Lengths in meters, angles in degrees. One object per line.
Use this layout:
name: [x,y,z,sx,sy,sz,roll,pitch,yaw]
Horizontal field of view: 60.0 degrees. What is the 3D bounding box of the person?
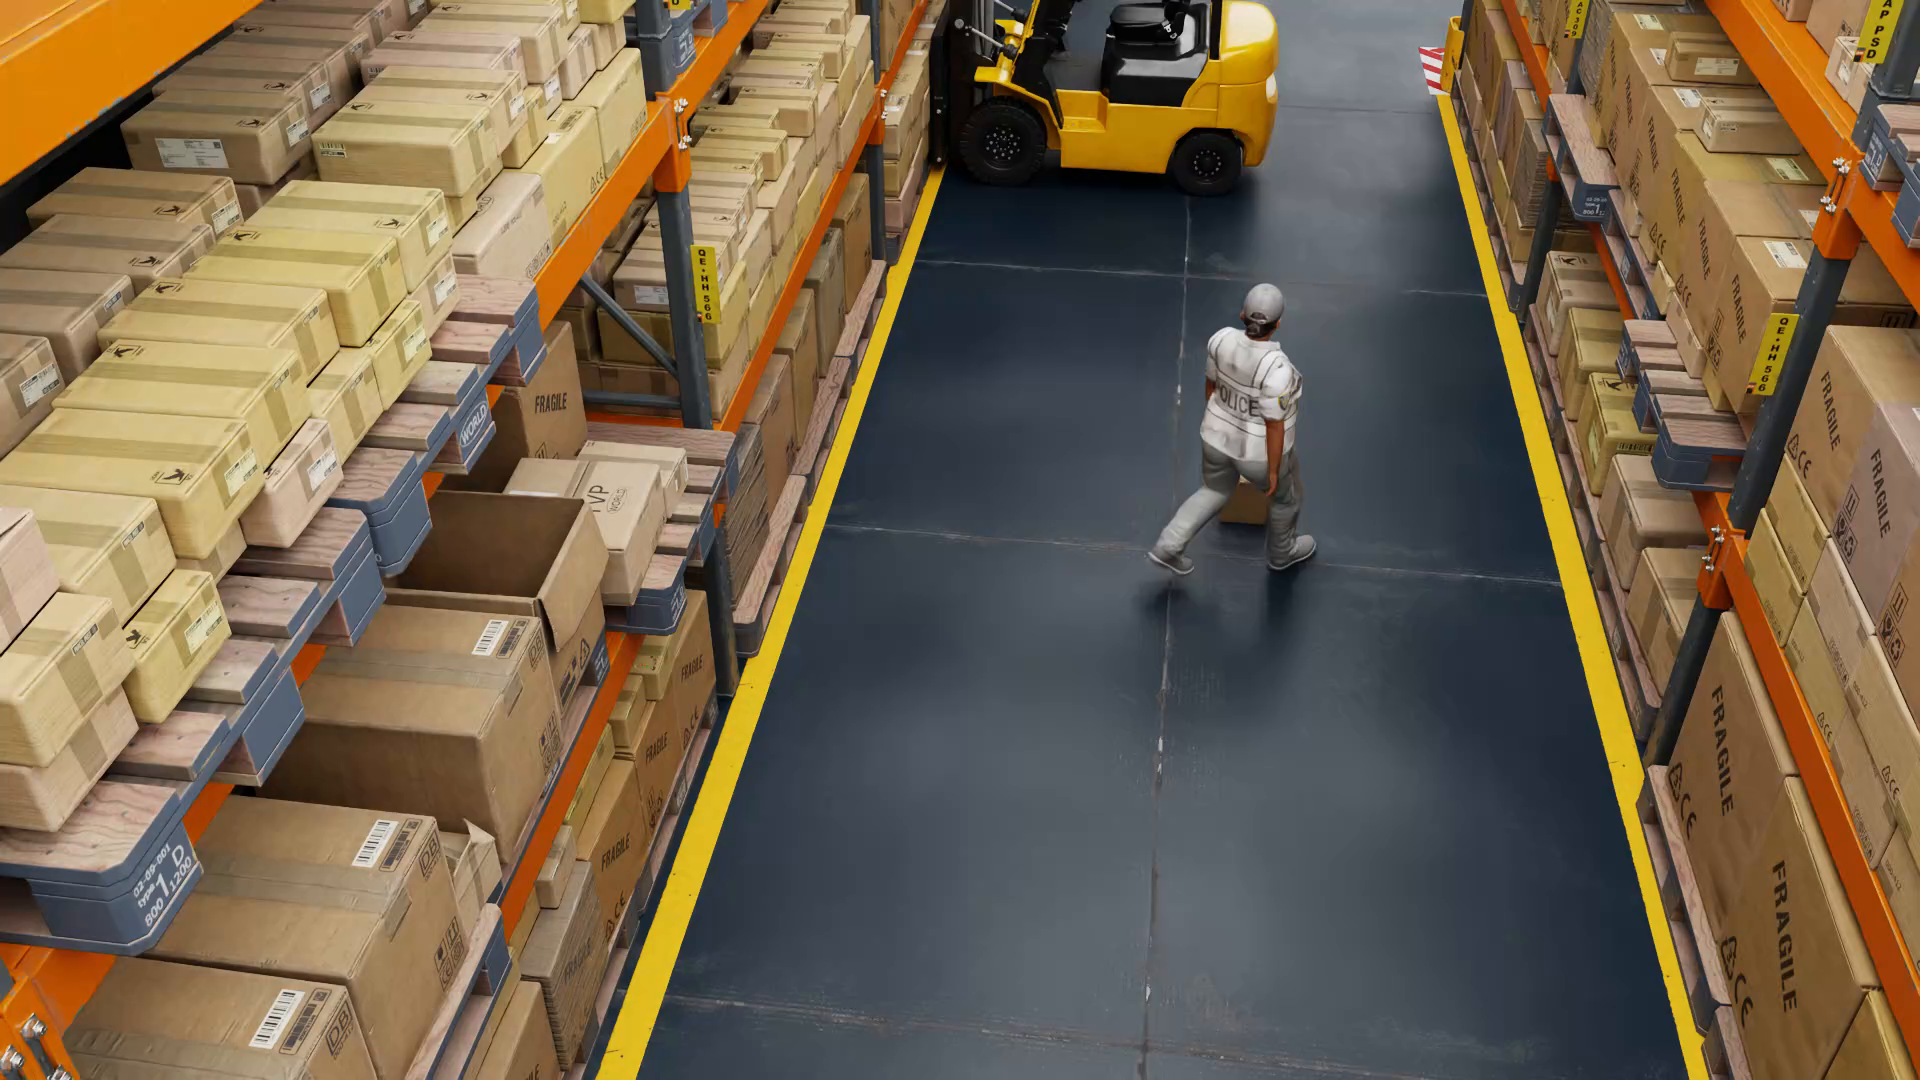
person: [1.358,-0.485,7.720,0.908,1.614,0.493,-28,45,-33]
